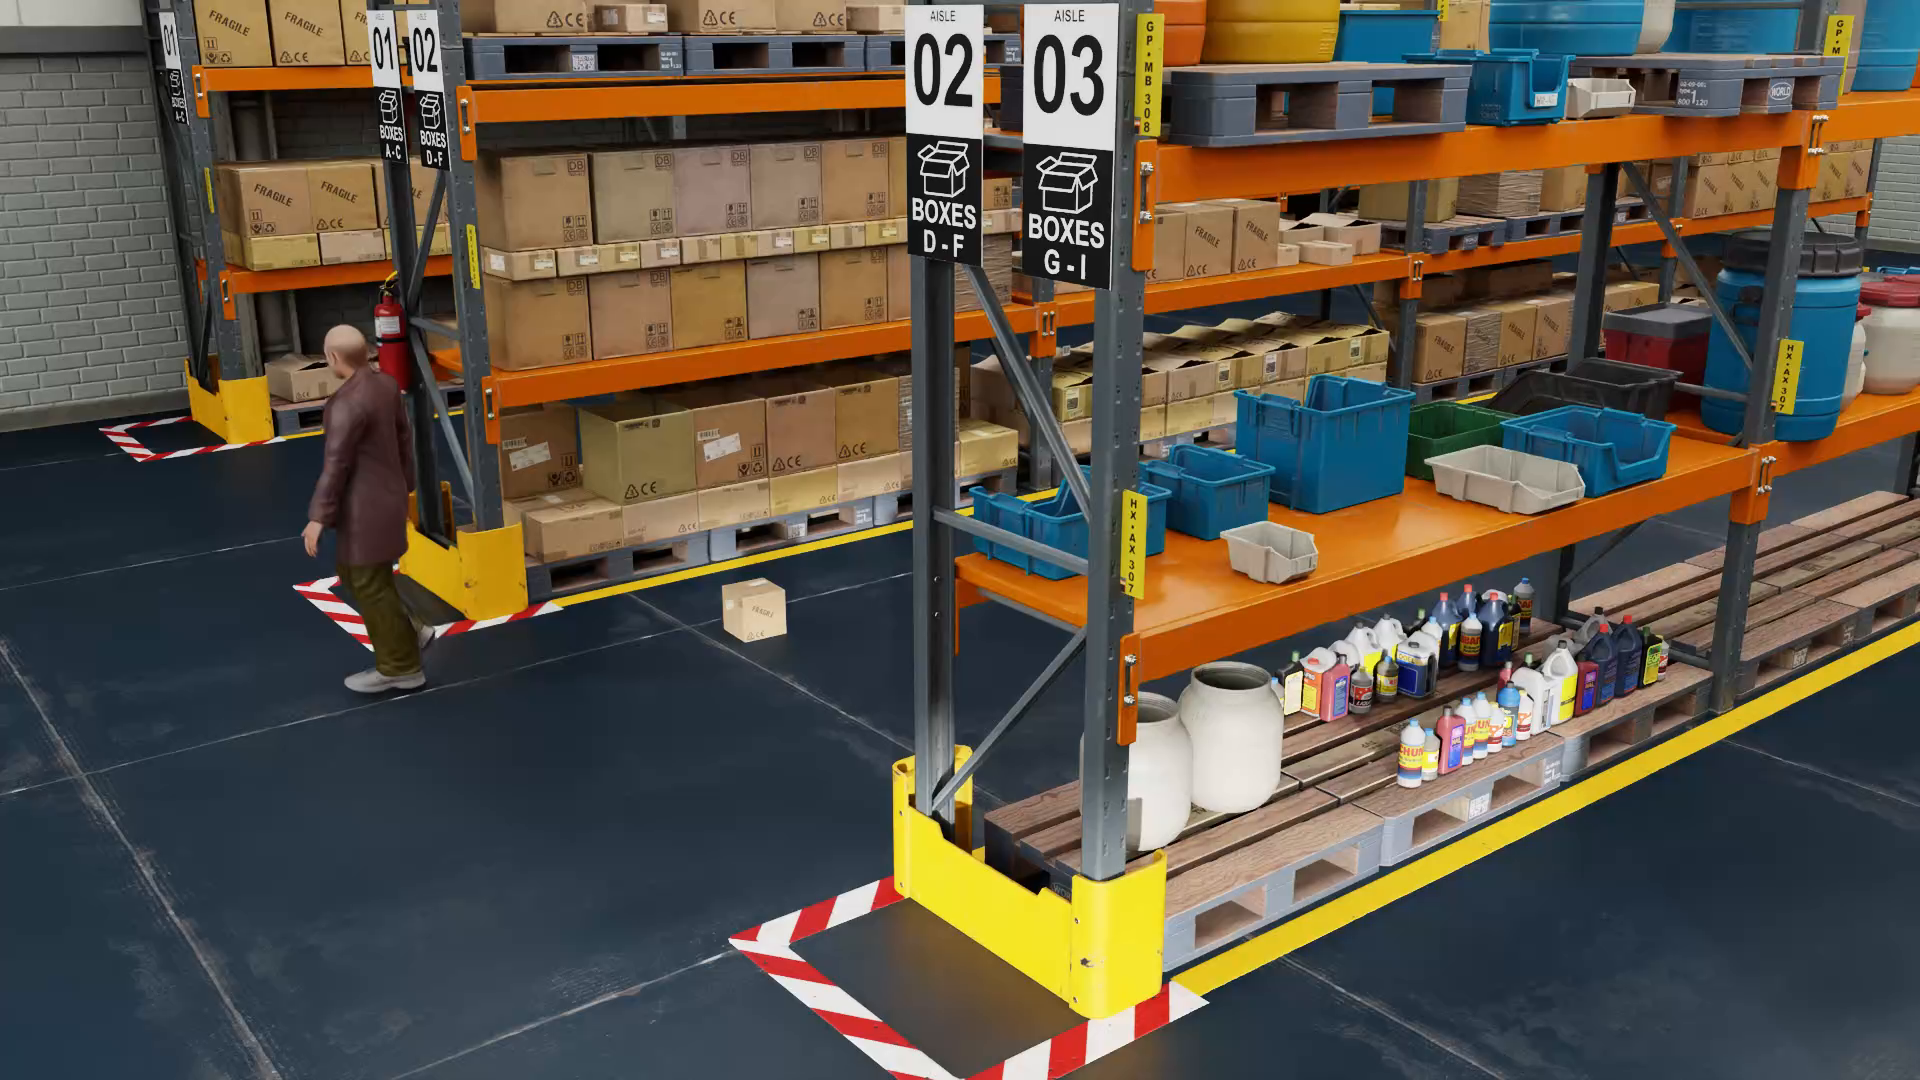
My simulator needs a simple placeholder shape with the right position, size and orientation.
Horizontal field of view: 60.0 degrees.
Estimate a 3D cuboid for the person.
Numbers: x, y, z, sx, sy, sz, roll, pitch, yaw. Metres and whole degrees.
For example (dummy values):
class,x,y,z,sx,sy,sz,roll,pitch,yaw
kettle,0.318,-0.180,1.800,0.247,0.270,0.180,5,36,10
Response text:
class,x,y,z,sx,sy,sz,roll,pitch,yaw
person,-2.837,-0.133,7.967,0.499,1.803,0.629,-1,17,-2
